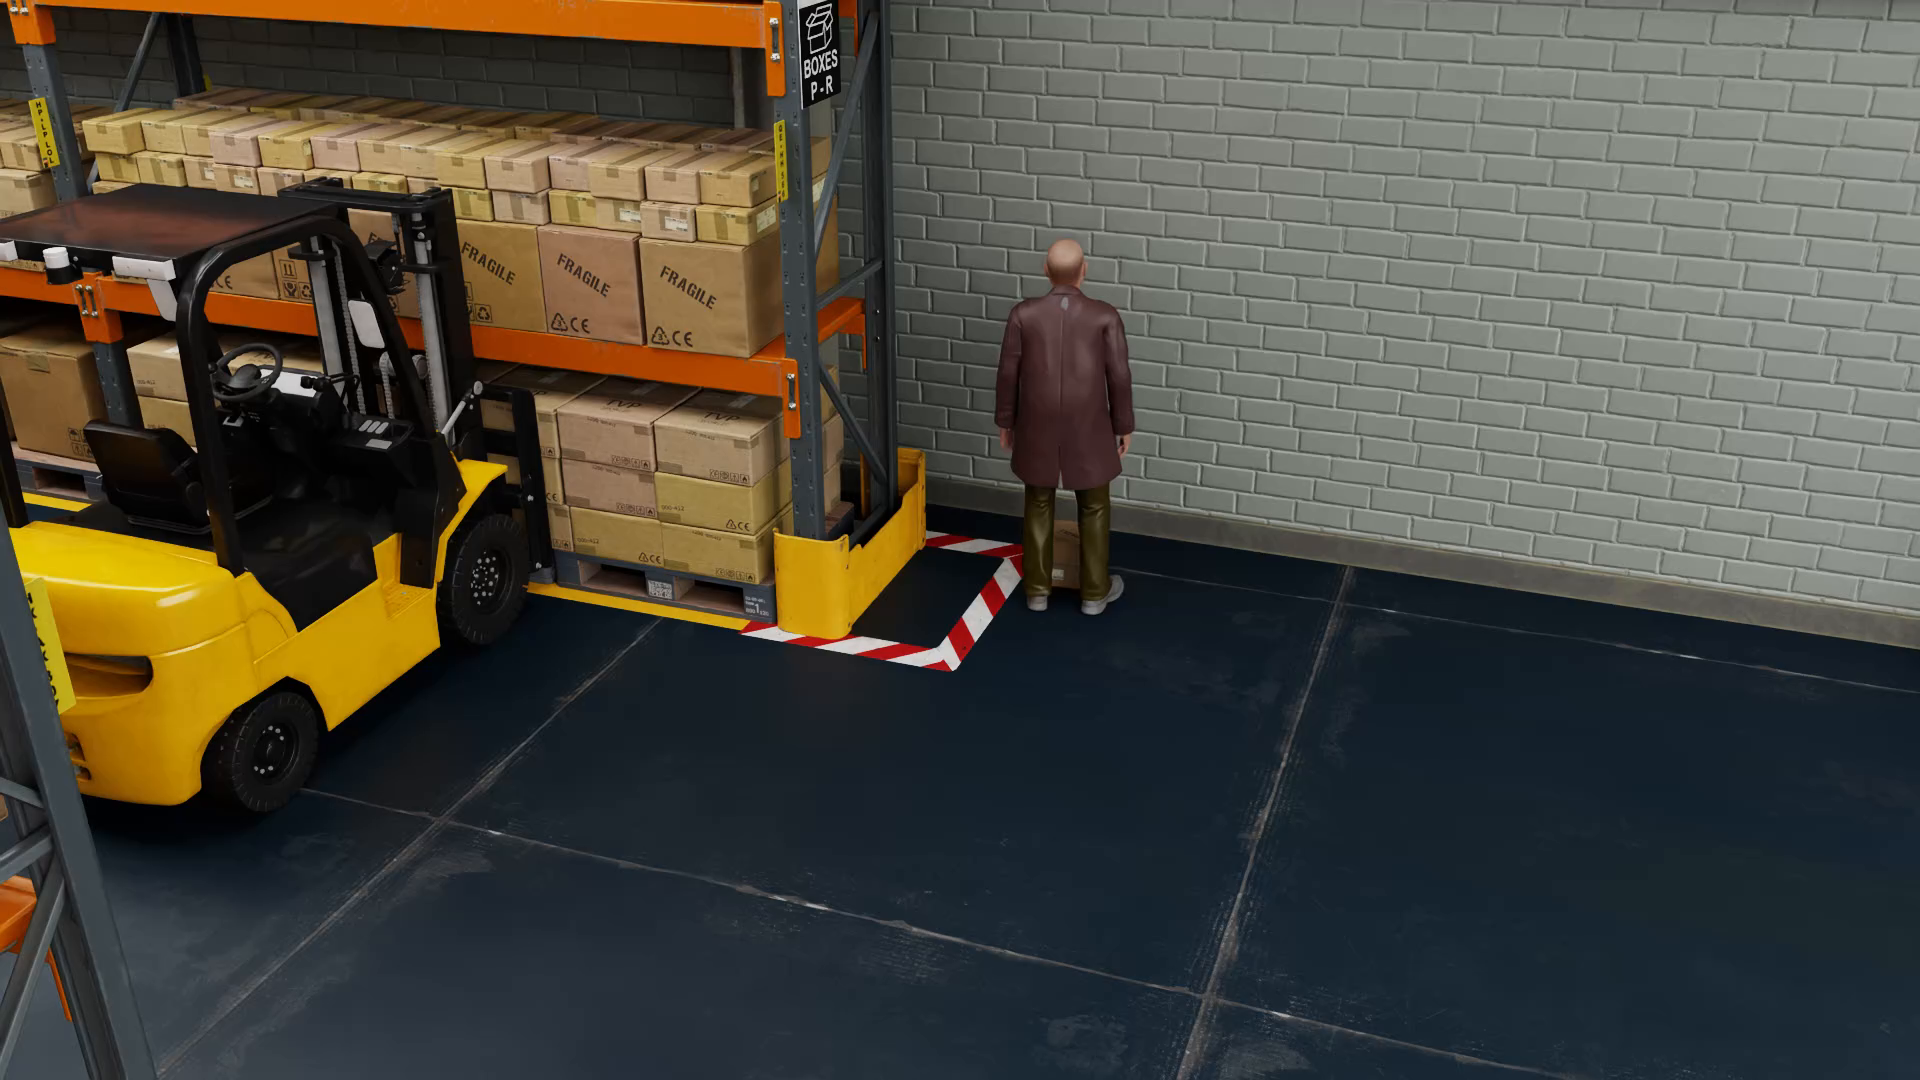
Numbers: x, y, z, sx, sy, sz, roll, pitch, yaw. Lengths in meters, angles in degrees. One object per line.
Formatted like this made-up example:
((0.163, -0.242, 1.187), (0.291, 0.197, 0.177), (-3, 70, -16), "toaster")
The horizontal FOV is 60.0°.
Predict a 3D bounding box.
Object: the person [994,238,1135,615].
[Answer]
((0.481, -0.512, 7.706), (0.656, 1.774, 0.420), (4, 26, 9), "person")
